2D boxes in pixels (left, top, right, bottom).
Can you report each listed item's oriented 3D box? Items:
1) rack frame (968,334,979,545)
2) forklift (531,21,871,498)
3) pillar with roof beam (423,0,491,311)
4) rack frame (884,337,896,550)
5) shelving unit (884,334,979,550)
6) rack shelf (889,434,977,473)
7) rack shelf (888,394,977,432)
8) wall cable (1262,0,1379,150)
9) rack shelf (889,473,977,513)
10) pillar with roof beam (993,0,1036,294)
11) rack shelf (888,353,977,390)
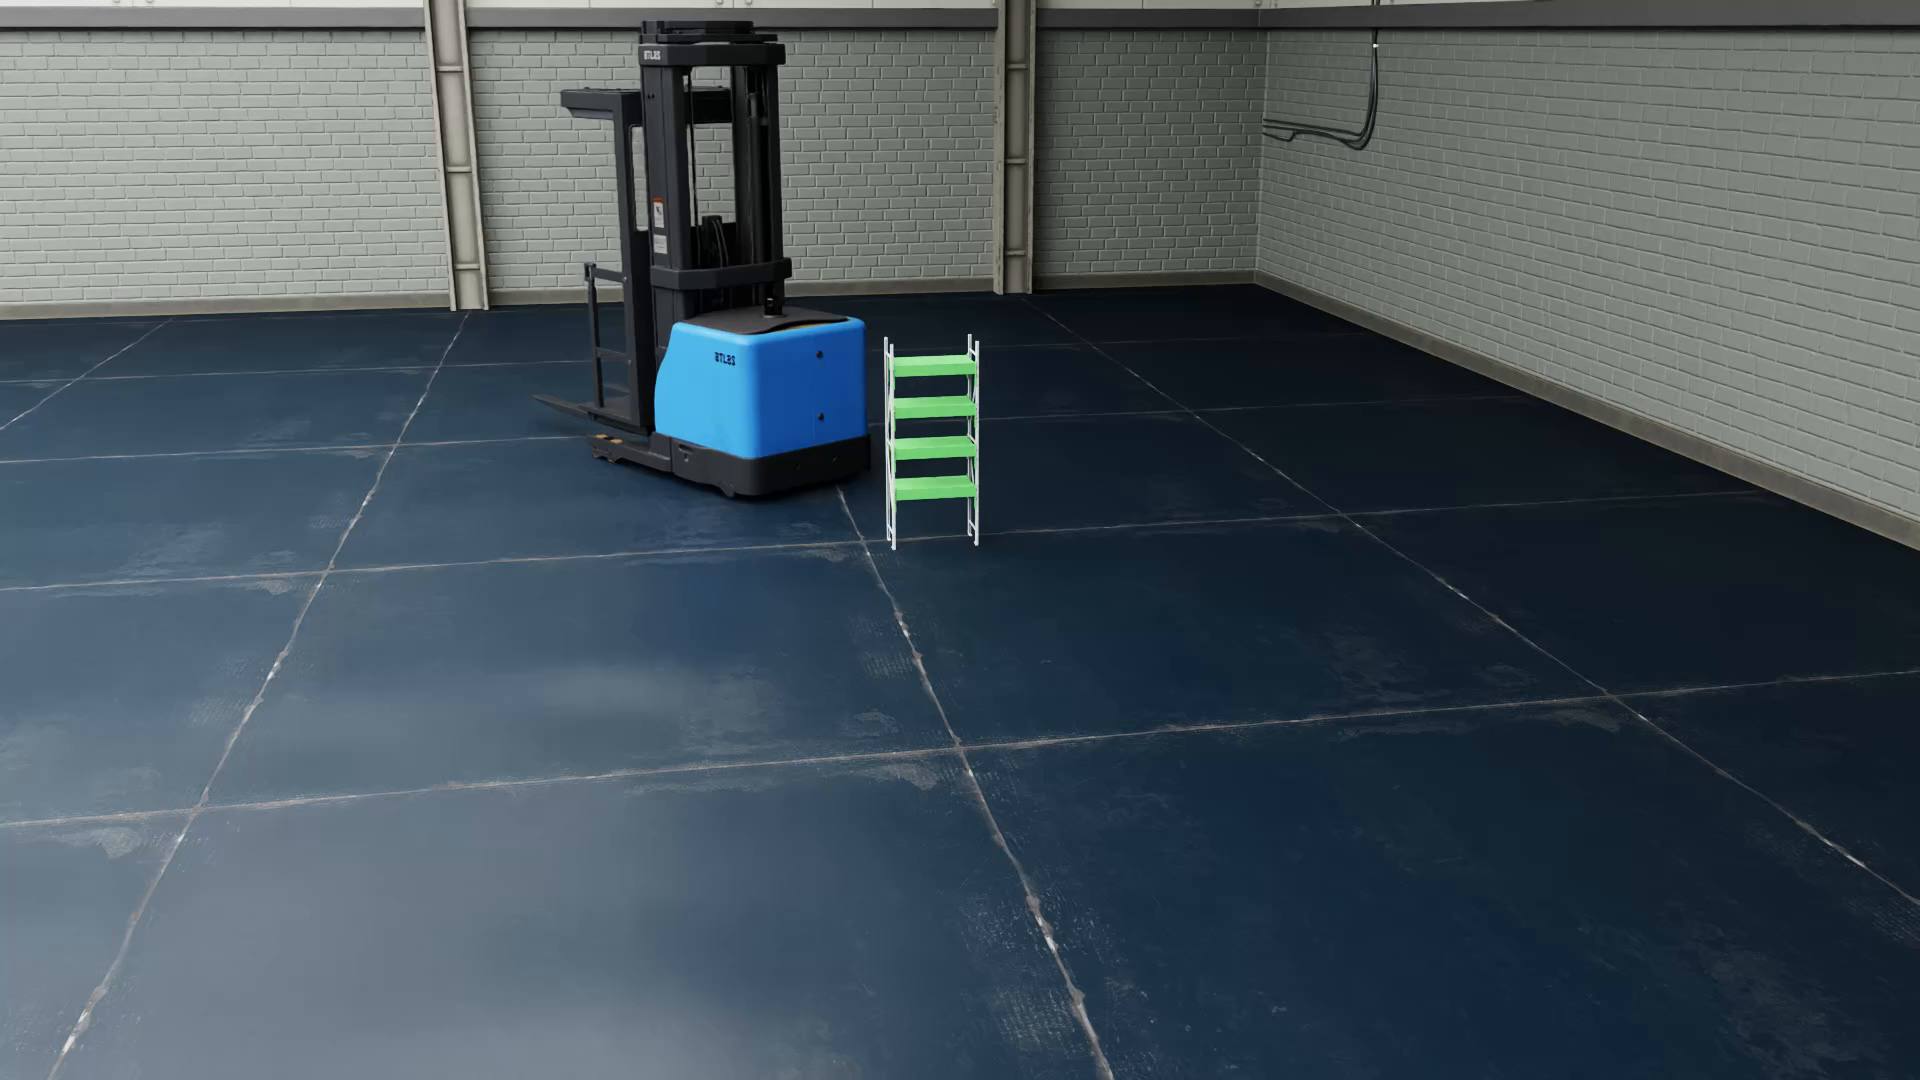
[{"bbox_3d":[0.077,-0.578,9.650,0.015,1.200,0.240,-3,17,-10],"label":"rack frame"},{"bbox_3d":[-1.974,-2.027,11.419,1.130,2.935,3.031,-16,23,-41],"label":"forklift"},{"bbox_3d":[-4.471,-5.572,12.626,0.400,9.000,9.100,-3,17,-10],"label":"pillar with roof beam"},{"bbox_3d":[-0.402,-0.551,9.561,0.015,1.200,0.240,-3,17,-10],"label":"rack frame"},{"bbox_3d":[-0.163,-0.564,9.606,0.503,1.200,0.258,-3,17,-10],"label":"shelving unit"},{"bbox_3d":[-0.163,-0.503,9.624,0.480,0.148,0.258,-3,17,-10],"label":"rack shelf"},{"bbox_3d":[-0.163,-0.733,9.554,0.480,0.148,0.258,-3,17,-10],"label":"rack shelf"},{"bbox_3d":[3.747,-5.446,17.504,0.112,2.526,3.097,-3,17,-10],"label":"wall cable"},{"bbox_3d":[-0.163,-0.274,9.695,0.480,0.148,0.258,-3,17,-10],"label":"rack shelf"},{"bbox_3d":[1.420,-5.906,13.714,0.400,9.000,9.100,-3,17,-10],"label":"pillar with roof beam"},{"bbox_3d":[-0.163,-0.962,9.483,0.480,0.148,0.258,-3,17,-10],"label":"rack shelf"}]
